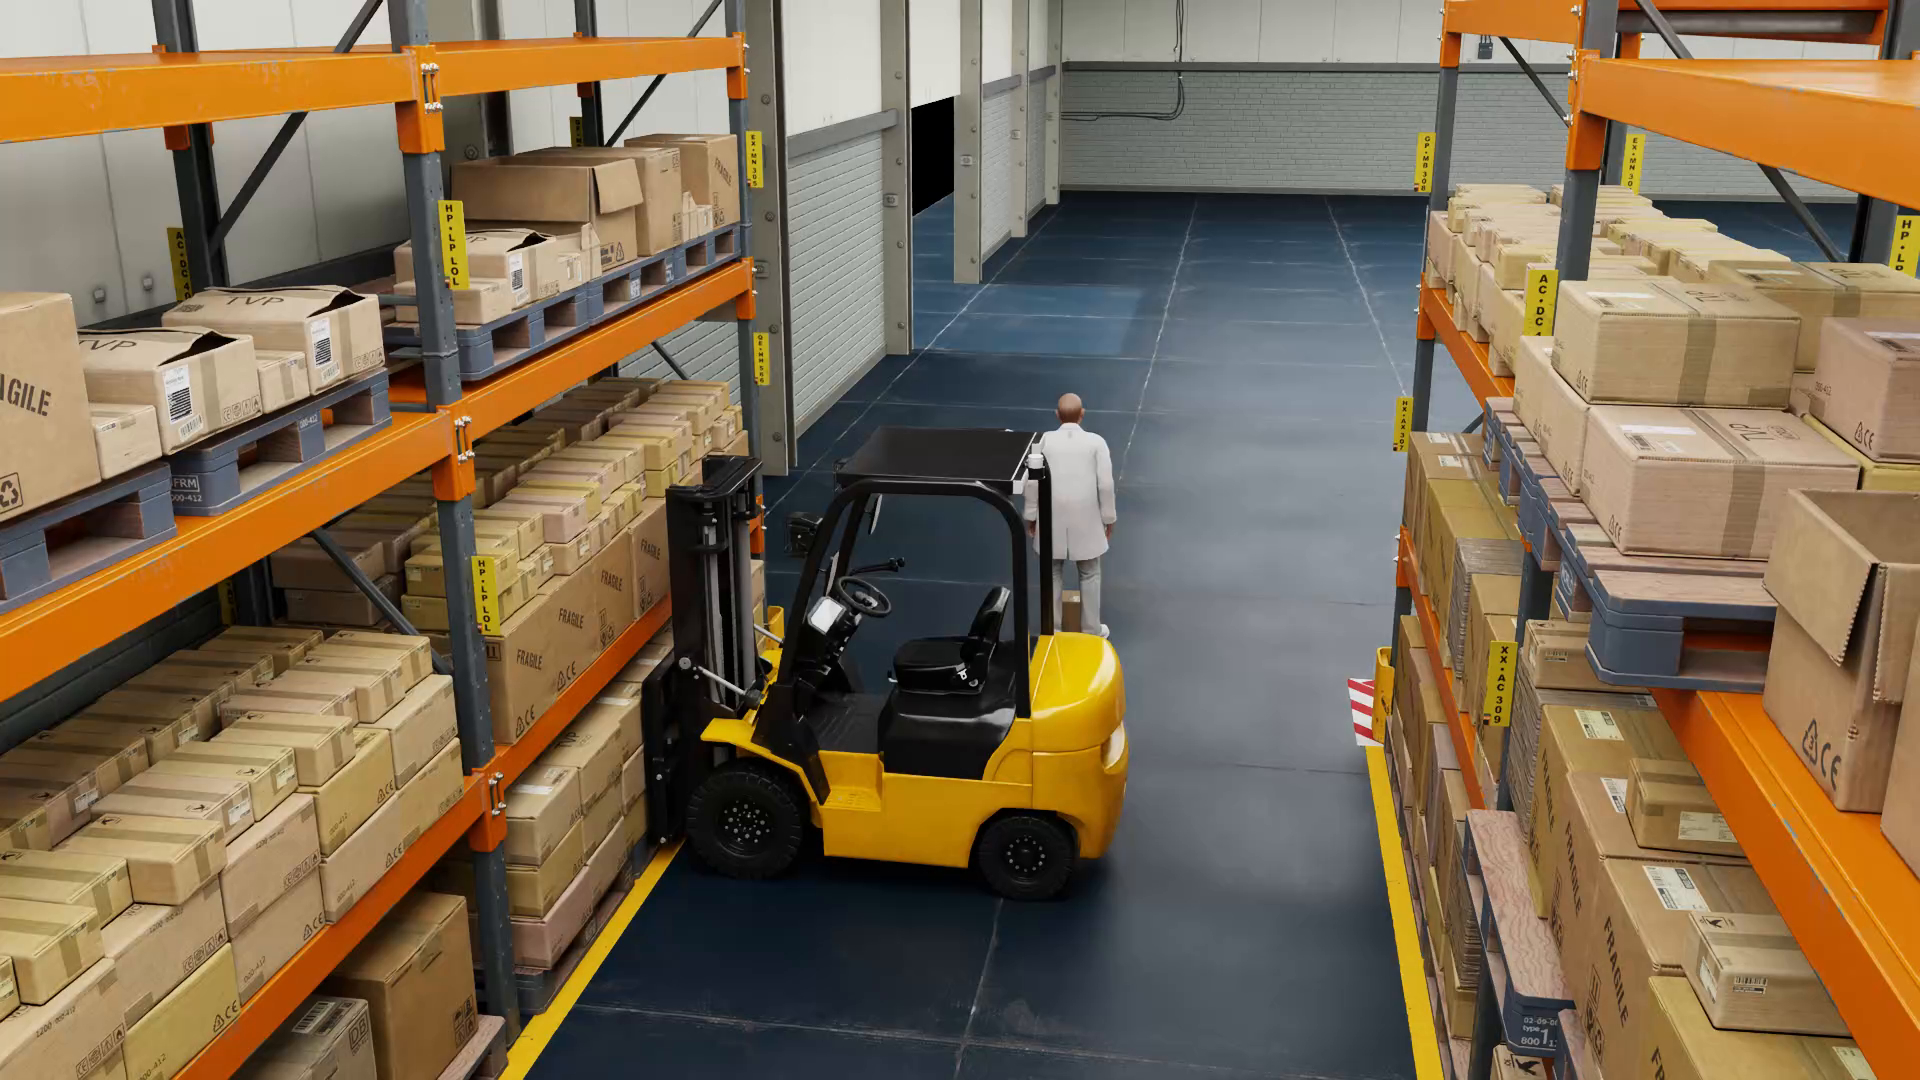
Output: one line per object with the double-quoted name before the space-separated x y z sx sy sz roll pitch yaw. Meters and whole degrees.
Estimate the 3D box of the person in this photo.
"person" 0.760 -0.132 11.493 0.642 1.774 0.421 3 18 9
